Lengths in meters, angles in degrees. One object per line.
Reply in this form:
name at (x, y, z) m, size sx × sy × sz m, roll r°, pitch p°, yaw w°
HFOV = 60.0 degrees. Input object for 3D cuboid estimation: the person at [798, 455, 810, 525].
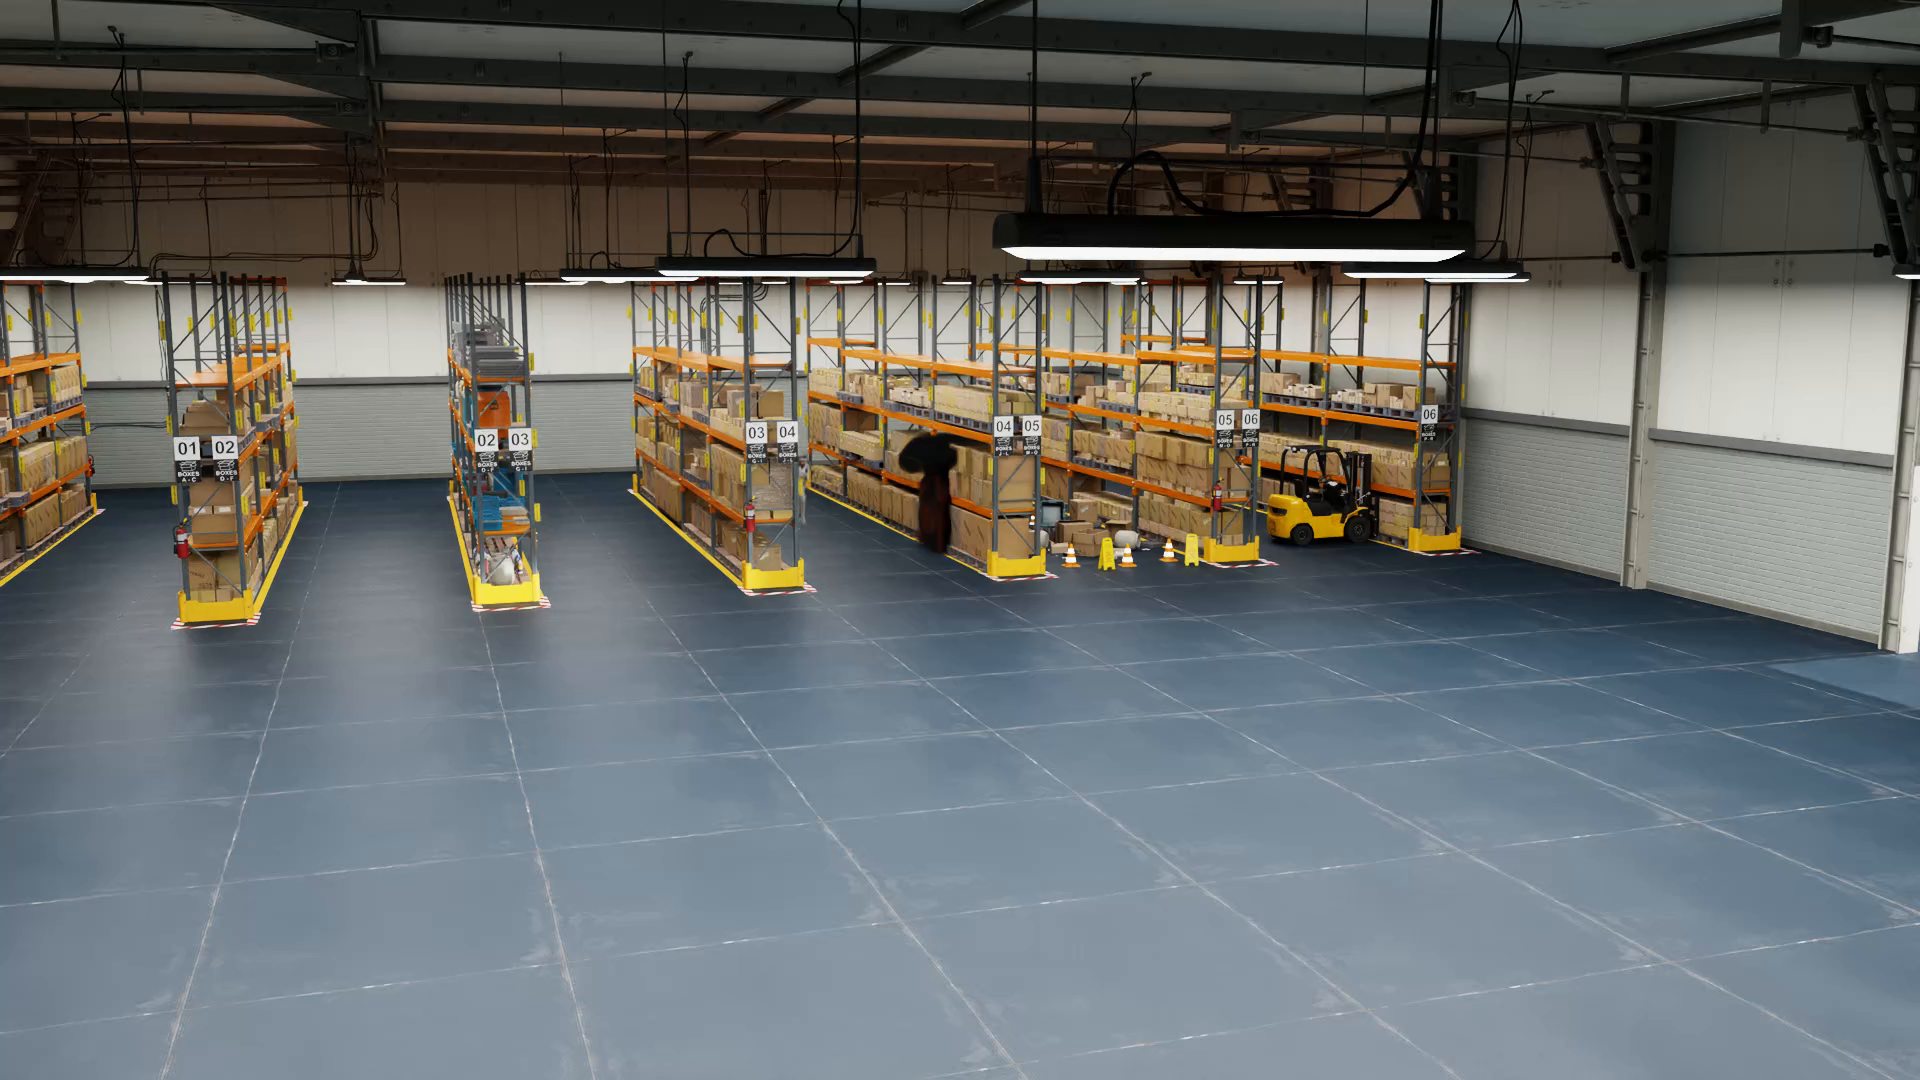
person at (-3.861, -1.227, 39.401) m, size 0.651 × 1.622 × 0.939 m, roll -6°, pitch 10°, yaw -33°

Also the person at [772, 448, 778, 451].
person at (-5.289, -2.374, 48.349) m, size 0.553 × 1.705 × 0.719 m, roll 1°, pitch 9°, yaw 5°
